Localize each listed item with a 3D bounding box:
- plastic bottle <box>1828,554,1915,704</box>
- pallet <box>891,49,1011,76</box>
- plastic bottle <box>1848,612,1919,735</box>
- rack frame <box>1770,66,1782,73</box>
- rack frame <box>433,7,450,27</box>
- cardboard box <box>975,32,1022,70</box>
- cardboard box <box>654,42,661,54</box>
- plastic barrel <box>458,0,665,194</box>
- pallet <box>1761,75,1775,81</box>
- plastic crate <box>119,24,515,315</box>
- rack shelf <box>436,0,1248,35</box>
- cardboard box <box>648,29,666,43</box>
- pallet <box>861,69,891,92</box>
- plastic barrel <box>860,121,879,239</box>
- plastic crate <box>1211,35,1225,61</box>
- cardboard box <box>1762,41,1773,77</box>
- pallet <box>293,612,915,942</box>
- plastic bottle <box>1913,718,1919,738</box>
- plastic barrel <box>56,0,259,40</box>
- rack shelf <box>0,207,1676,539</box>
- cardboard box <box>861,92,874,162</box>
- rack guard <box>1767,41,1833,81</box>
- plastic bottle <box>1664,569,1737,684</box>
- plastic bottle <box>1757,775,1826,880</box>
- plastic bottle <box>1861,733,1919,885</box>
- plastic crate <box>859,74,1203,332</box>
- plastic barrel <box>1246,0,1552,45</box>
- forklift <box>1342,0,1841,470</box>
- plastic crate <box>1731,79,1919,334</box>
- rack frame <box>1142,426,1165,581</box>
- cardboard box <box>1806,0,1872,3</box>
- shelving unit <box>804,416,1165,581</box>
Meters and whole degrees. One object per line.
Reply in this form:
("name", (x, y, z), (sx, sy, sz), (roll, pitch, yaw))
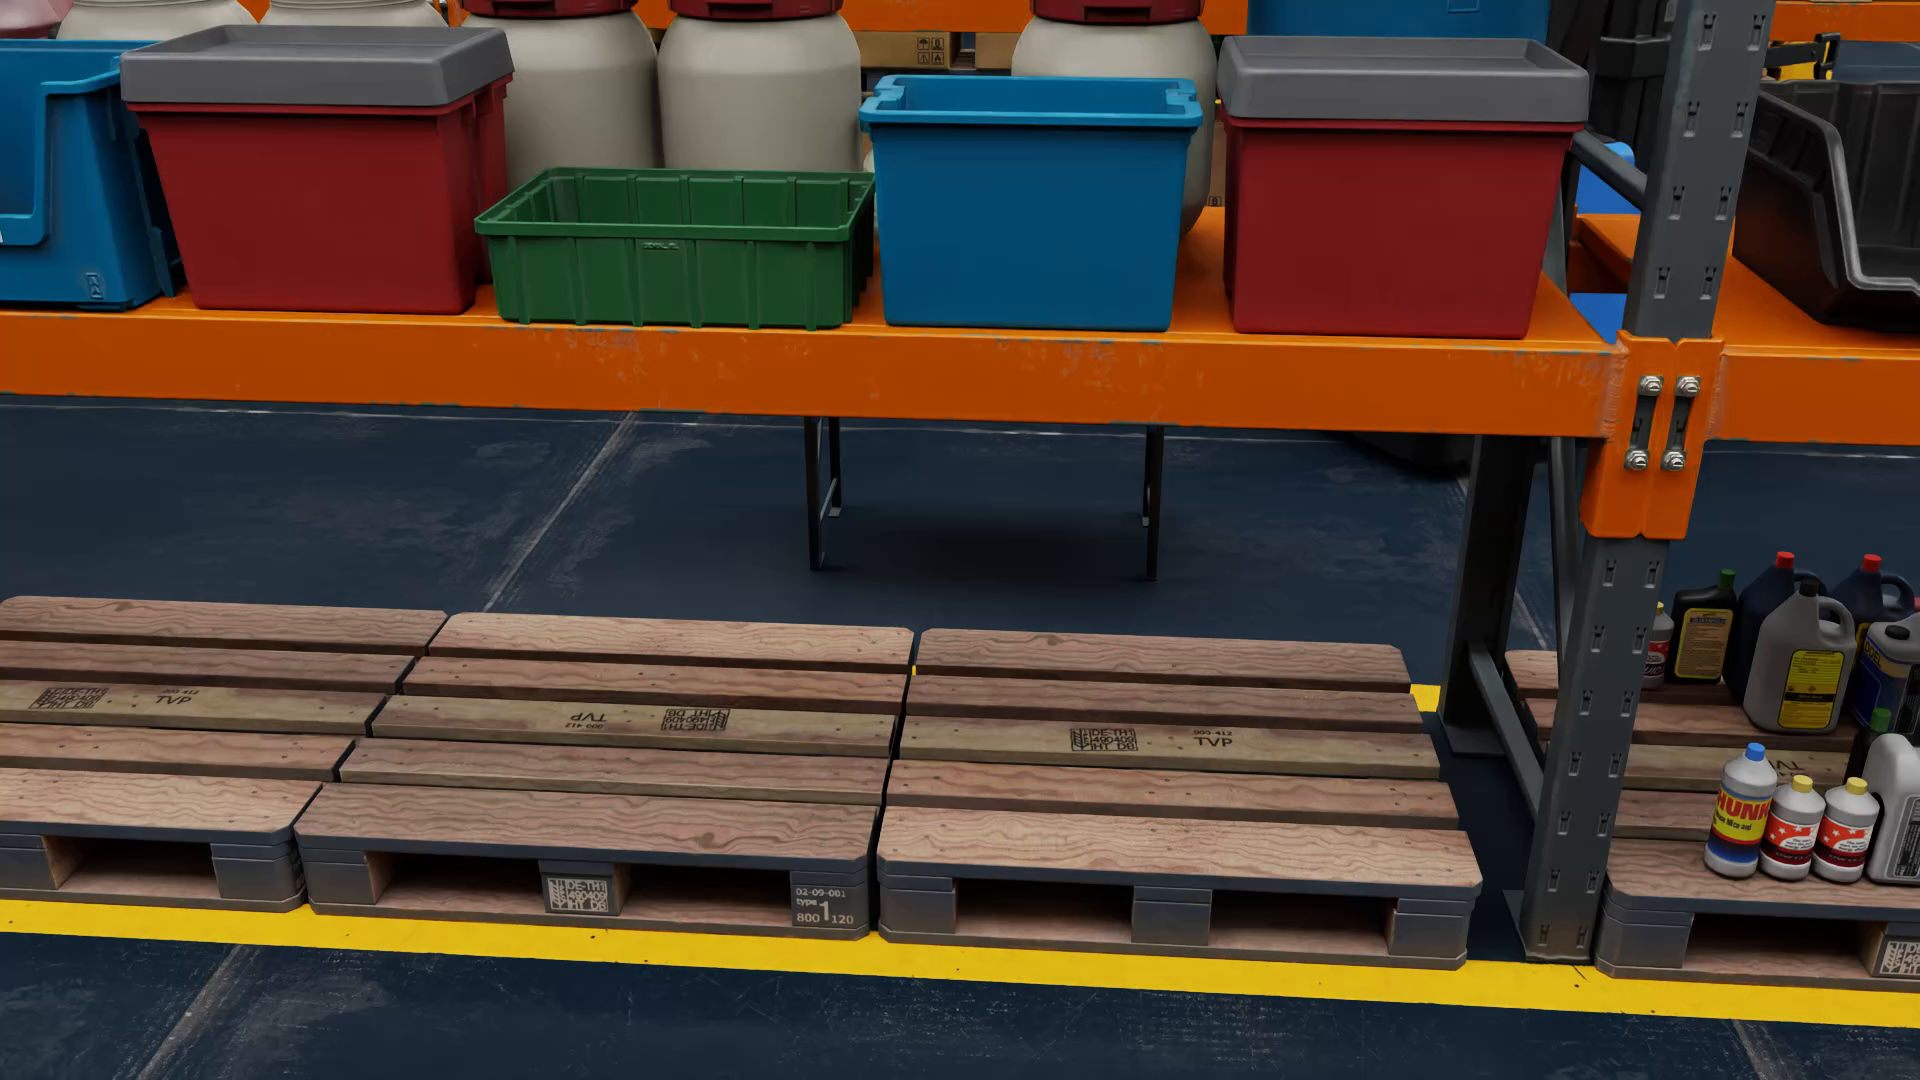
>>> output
("plastic bottle", (2.108, 0.200, 3.870), (0.185, 0.351, 0.144), (1, 25, 1))
("pallet", (0.117, -3.603, 12.828), (1.213, 0.211, 1.003), (2, 25, 4))
("plastic bottle", (2.122, 0.296, 3.750), (0.135, 0.276, 0.152), (2, 25, 4))
("rack frame", (6.101, -4.711, 11.899), (0.127, 3.000, 1.000), (2, 25, 4))
("rack frame", (-2.356, -2.903, 7.970), (0.127, 3.000, 1.000), (2, 25, 4))
("cardboard box", (0.525, -4.022, 12.592), (0.750, 0.750, 1.050), (2, 25, 4))
("cardboard box", (-1.686, -2.299, 8.224), (0.500, 0.250, 0.500), (3, 25, 6))
("plastic barrel", (-0.847, -0.932, 3.523), (0.433, 0.535, 0.433), (0, 25, 0))
("pallet", (5.297, -3.437, 12.467), (1.213, 0.211, 1.003), (2, 25, 4))
("plastic crate", (-1.148, -0.688, 3.081), (0.583, 0.464, 0.402), (2, 25, 4))
("rack shelf", (-0.362, -2.512, 7.981), (4.000, 0.370, 1.077), (2, 25, 4))
("cardboard box", (-2.552, -3.934, 12.699), (0.500, 0.500, 0.500), (2, 25, 4))
("pallet", (-1.096, -3.643, 12.915), (1.213, 0.211, 1.003), (2, 25, 4))
("plastic barrel", (-0.055, -0.754, 3.466), (0.301, 0.262, 0.301), (0, 25, 0))
("plastic crate", (2.386, -4.128, 13.928), (0.662, 0.188, 0.450), (16, 39, 31))
("cardboard box", (5.419, -3.931, 12.243), (0.875, 0.875, 0.875), (2, 25, 4))
("pallet", (-0.753, 0.509, 3.890), (1.213, 0.211, 1.003), (2, 25, 4))
("plastic bottle", (2.037, 0.432, 3.366), (0.185, 0.351, 0.144), (2, 25, 4))
("plastic barrel", (-1.694, -0.945, 3.582), (0.421, 0.512, 0.421), (0, 25, 0))
("rack shelf", (-0.741, -0.448, 3.495), (4.000, 0.370, 1.077), (2, 25, 4))
("cardboard box", (-0.567, -1.926, 8.312), (0.500, 0.500, 0.700), (4, 25, 8))
("rack guard", (6.124, -3.574, 12.420), (0.348, 0.500, 1.175), (2, 25, 4))
("plastic bottle", (1.758, 0.202, 3.947), (0.133, 0.283, 0.061), (3, 25, 7))
("plastic bottle", (1.638, 0.557, 3.272), (0.097, 0.201, 0.097), (0, 25, 0))
("plastic bottle", (1.861, 0.519, 3.266), (0.135, 0.276, 0.152), (3, 25, 6))
("plastic crate", (0.129, -0.609, 3.004), (0.575, 0.384, 0.392), (2, 25, 4))
("plastic barrel", (0.891, -1.077, 3.402), (0.708, 0.901, 0.600), (2, 25, 4))
("forklift", (2.604, -2.015, 6.122), (3.031, 2.935, 1.130), (-14, 28, -28))
("plastic crate", (1.765, -0.613, 3.067), (0.504, 0.338, 0.767), (2, 25, 4))
("rack frame", (0.592, -0.662, 4.895), (0.032, 1.500, 0.500), (2, 25, 4))
("cardboard box", (3.816, -2.460, 7.308), (0.250, 0.149, 0.380), (2, 25, 4))
("shelving unit", (0.085, -0.679, 4.931), (1.048, 1.500, 0.538), (2, 25, 4))
